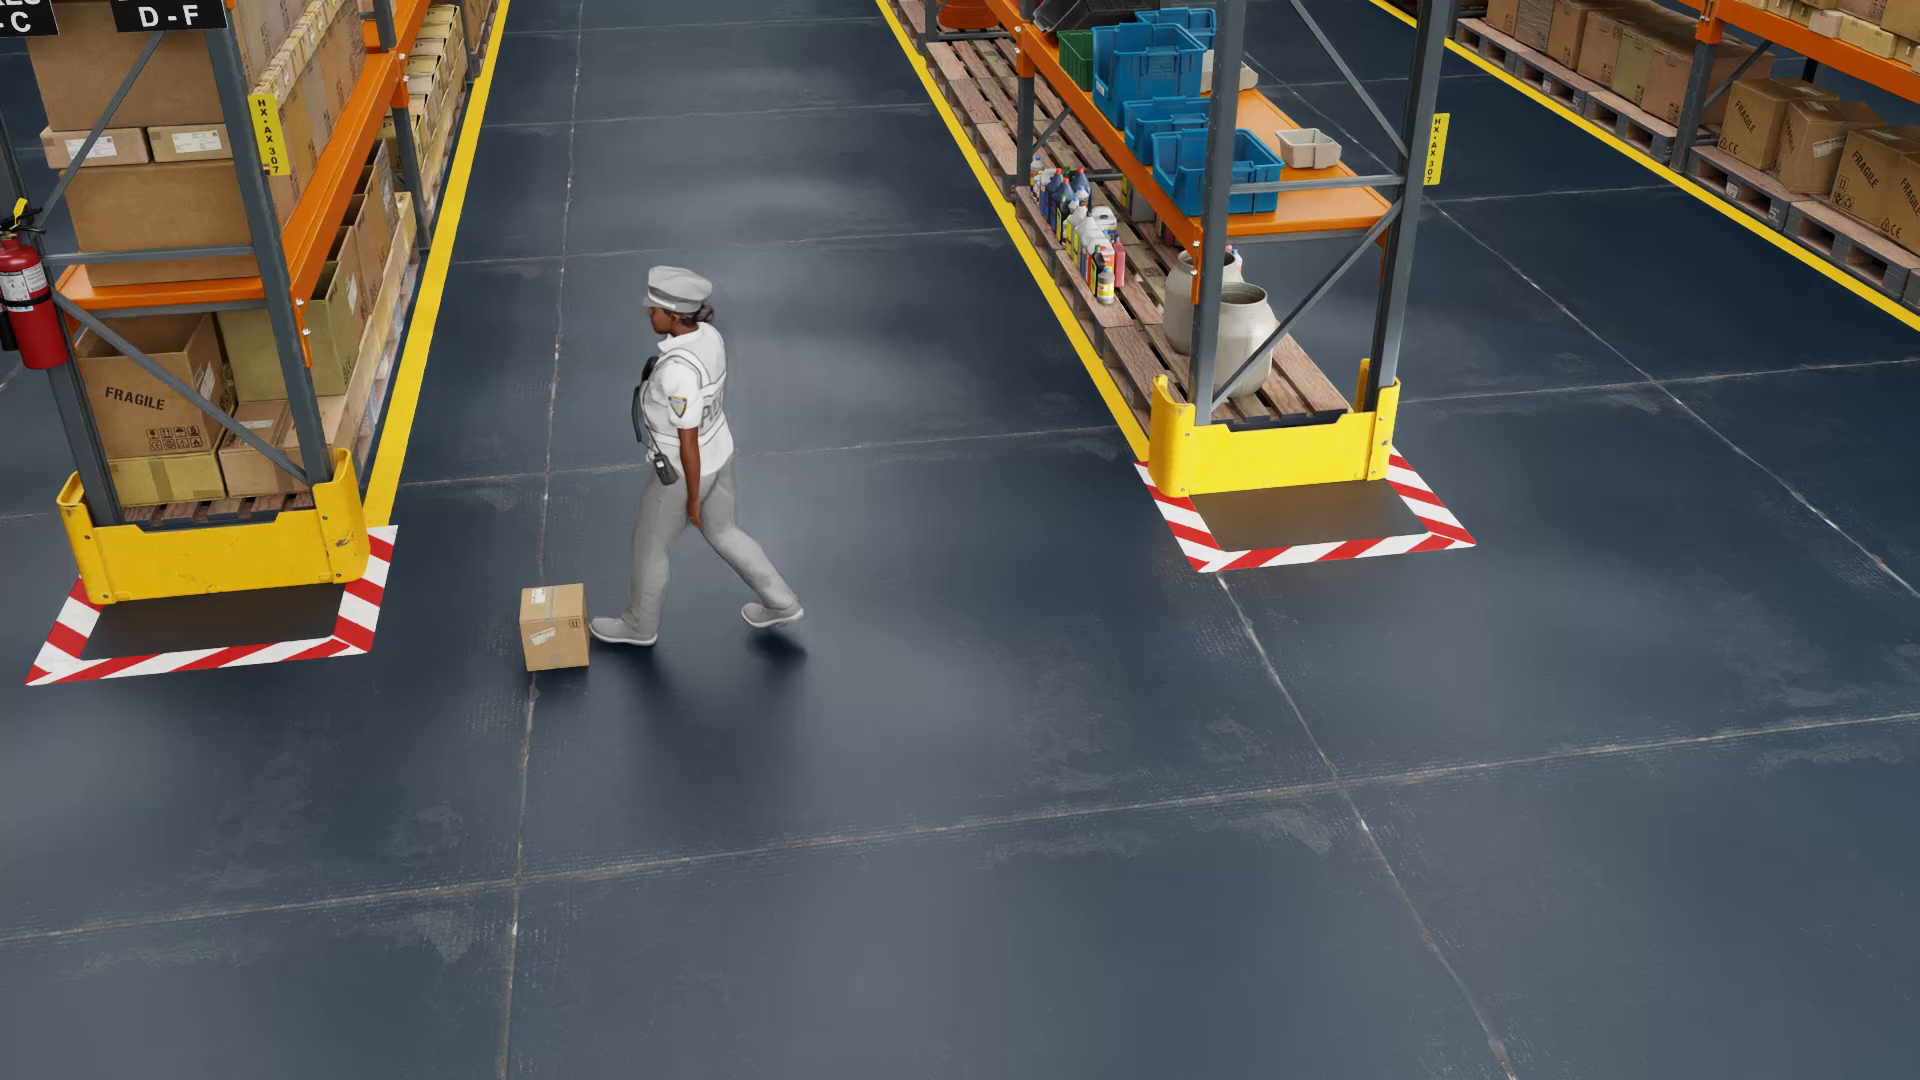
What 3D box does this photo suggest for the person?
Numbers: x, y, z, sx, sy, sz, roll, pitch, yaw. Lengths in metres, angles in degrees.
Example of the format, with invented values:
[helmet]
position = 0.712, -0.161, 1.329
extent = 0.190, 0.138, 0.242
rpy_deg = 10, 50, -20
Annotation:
[person]
position = -1.105, -0.316, 6.636
extent = 0.881, 1.638, 0.449
rpy_deg = 8, 32, 12
